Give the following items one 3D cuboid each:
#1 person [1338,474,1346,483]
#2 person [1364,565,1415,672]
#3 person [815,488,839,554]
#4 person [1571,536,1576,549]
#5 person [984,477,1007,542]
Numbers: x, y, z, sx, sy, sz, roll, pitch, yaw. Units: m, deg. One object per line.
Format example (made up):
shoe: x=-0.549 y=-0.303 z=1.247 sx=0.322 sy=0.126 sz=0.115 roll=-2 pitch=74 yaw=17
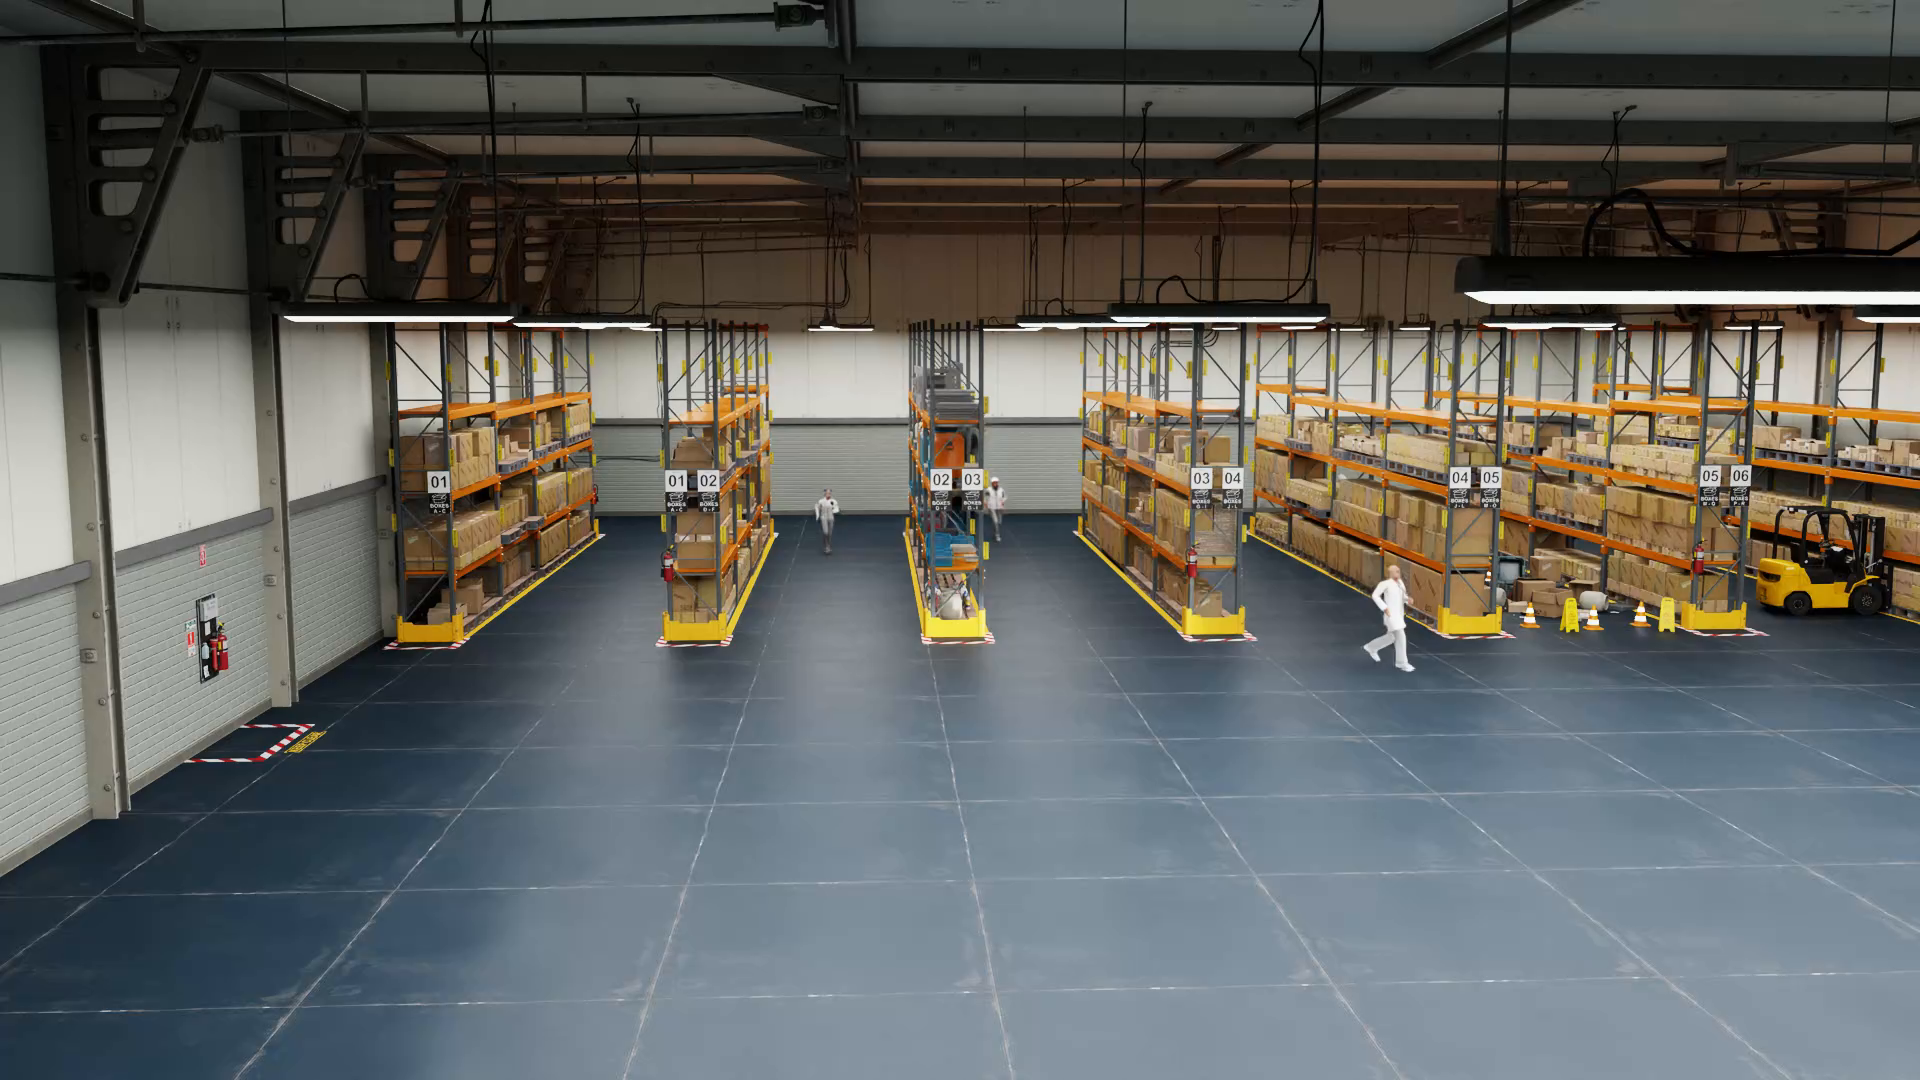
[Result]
person: x=10.807 y=-0.965 z=47.134 sx=0.657 sy=1.816 sz=0.725 roll=-2 pitch=7 yaw=-13
person: x=7.424 y=1.316 z=28.612 sx=0.972 sy=1.792 sz=0.693 roll=6 pitch=9 yaw=41
person: x=-3.475 y=-0.496 z=43.657 sx=0.575 sy=1.734 sz=0.811 roll=-2 pitch=7 yaw=-16
person: x=15.613 y=-0.304 z=42.392 sx=0.615 sy=1.602 sz=0.727 roll=-1 pitch=7 yaw=-4
person: x=0.972 y=-0.870 z=46.424 sx=0.699 sy=1.779 sz=0.820 roll=-2 pitch=7 yaw=-14
